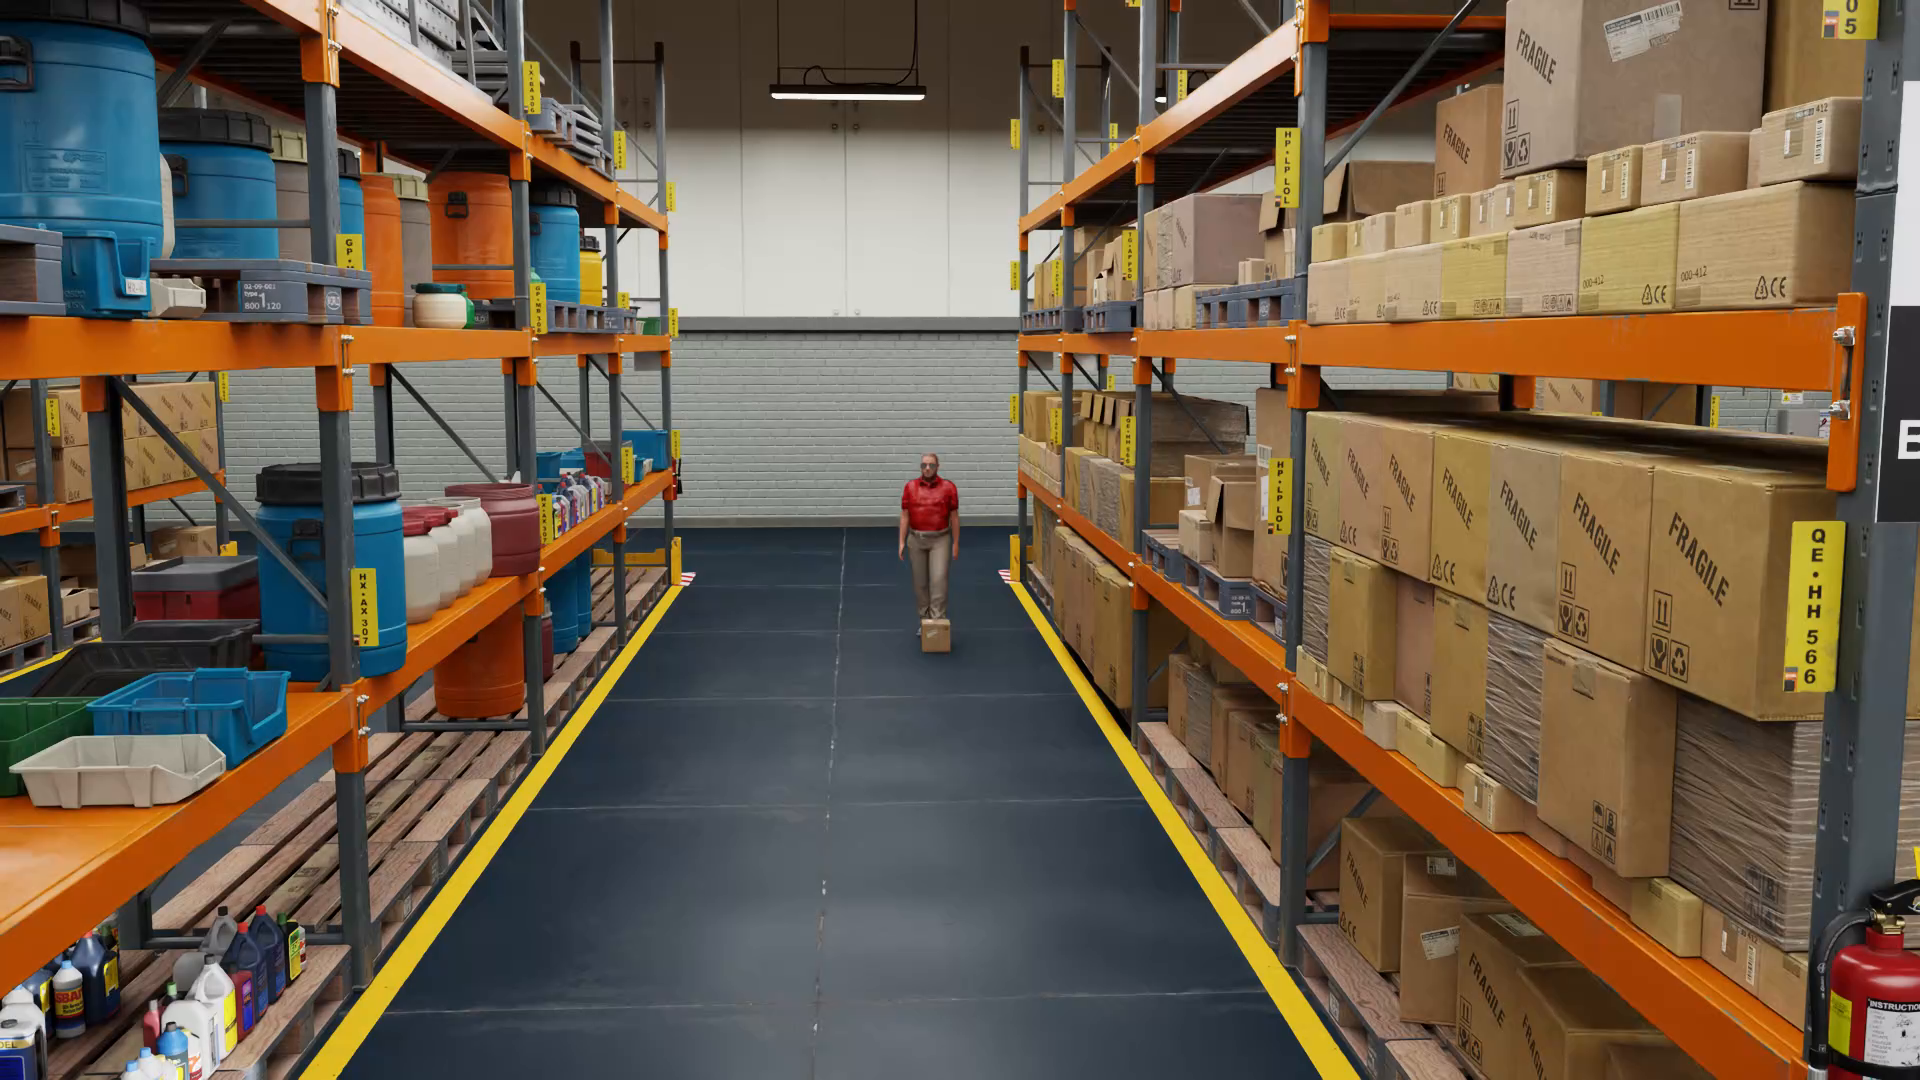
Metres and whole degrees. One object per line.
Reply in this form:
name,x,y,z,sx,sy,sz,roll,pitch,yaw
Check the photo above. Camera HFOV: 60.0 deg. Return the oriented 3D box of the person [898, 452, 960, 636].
person,-0.318,0.059,15.235,0.551,1.715,0.732,1,7,10
